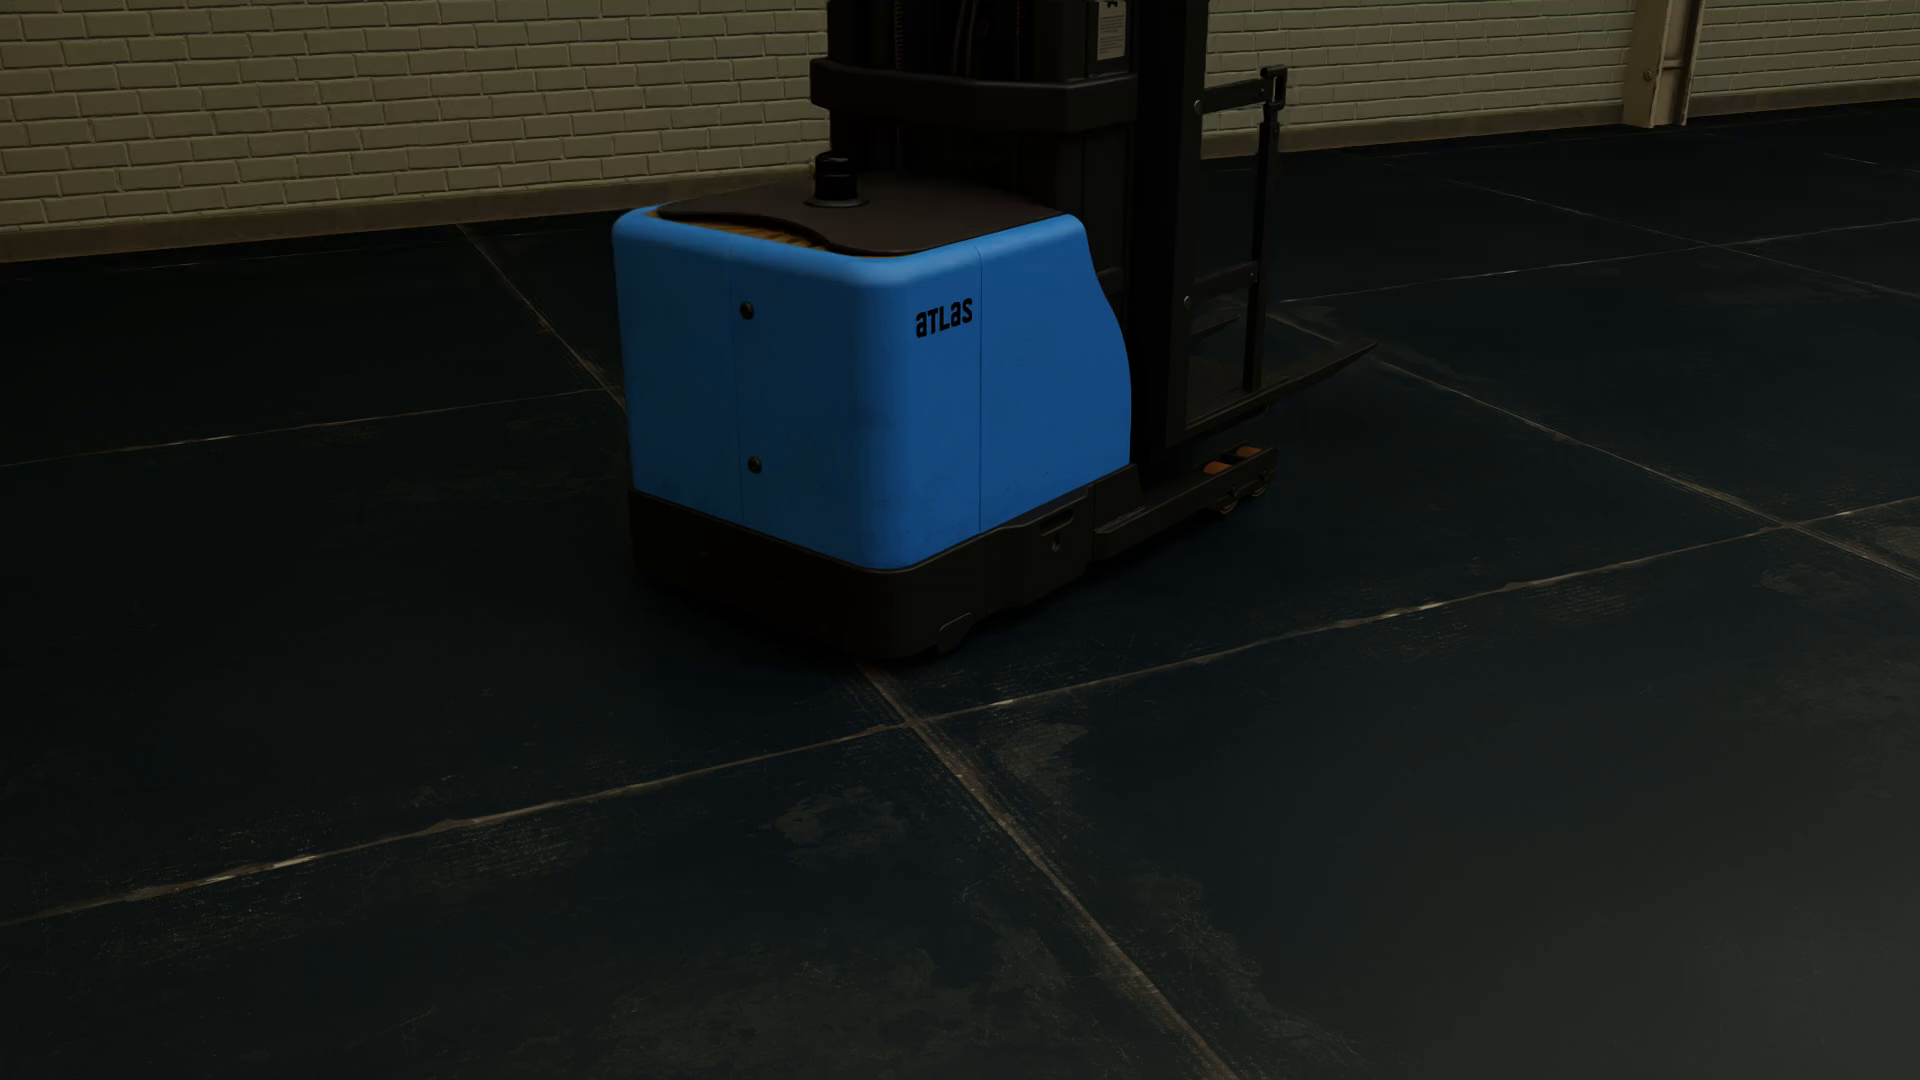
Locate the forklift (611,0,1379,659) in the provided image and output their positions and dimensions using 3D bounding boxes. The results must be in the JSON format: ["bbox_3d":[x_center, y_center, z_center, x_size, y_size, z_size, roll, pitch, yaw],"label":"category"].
[{"bbox_3d":[0.385,-1.545,5.005,1.130,2.935,3.031,18,28,36],"label":"forklift"}]
